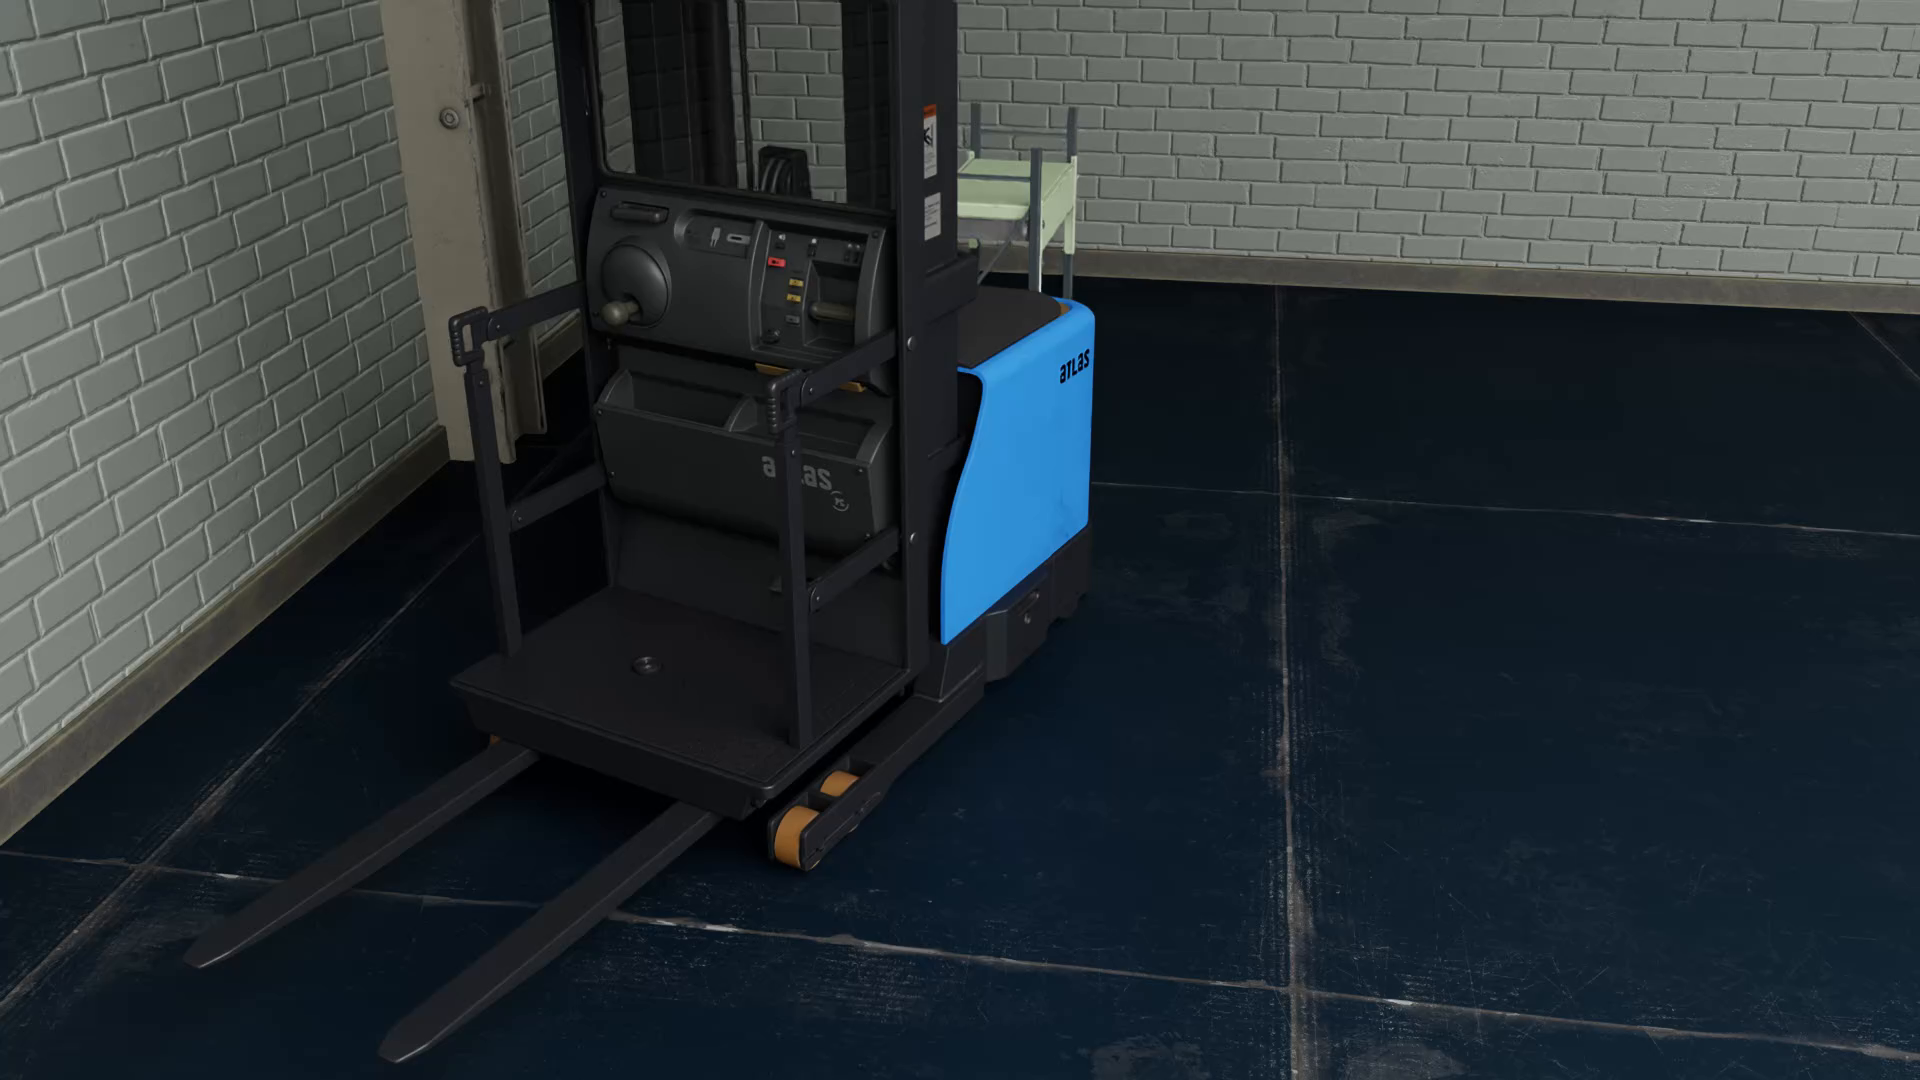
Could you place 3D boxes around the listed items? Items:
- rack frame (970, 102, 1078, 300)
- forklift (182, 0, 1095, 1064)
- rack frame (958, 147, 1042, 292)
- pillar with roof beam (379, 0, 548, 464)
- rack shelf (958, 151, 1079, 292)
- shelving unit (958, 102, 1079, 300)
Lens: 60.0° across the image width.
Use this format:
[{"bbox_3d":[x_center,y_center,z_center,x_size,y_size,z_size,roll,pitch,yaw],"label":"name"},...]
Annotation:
[{"bbox_3d":[0.237,-0.927,6.461,0.400,1.500,0.023,6,26,12],"label":"rack frame"},{"bbox_3d":[-0.711,-0.677,4.239,1.130,2.935,3.031,13,28,26],"label":"forklift"},{"bbox_3d":[0.073,-0.625,5.815,0.400,1.500,0.023,6,26,12],"label":"rack frame"},{"bbox_3d":[2.259,-4.189,4.584,9.100,9.000,0.400,4,25,9],"label":"pillar with roof beam"},{"bbox_3d":[0.155,-1.129,5.973,0.431,0.370,0.720,6,26,12],"label":"rack shelf"},{"bbox_3d":[0.155,-0.776,6.138,0.431,1.500,0.755,6,26,12],"label":"shelving unit"}]
